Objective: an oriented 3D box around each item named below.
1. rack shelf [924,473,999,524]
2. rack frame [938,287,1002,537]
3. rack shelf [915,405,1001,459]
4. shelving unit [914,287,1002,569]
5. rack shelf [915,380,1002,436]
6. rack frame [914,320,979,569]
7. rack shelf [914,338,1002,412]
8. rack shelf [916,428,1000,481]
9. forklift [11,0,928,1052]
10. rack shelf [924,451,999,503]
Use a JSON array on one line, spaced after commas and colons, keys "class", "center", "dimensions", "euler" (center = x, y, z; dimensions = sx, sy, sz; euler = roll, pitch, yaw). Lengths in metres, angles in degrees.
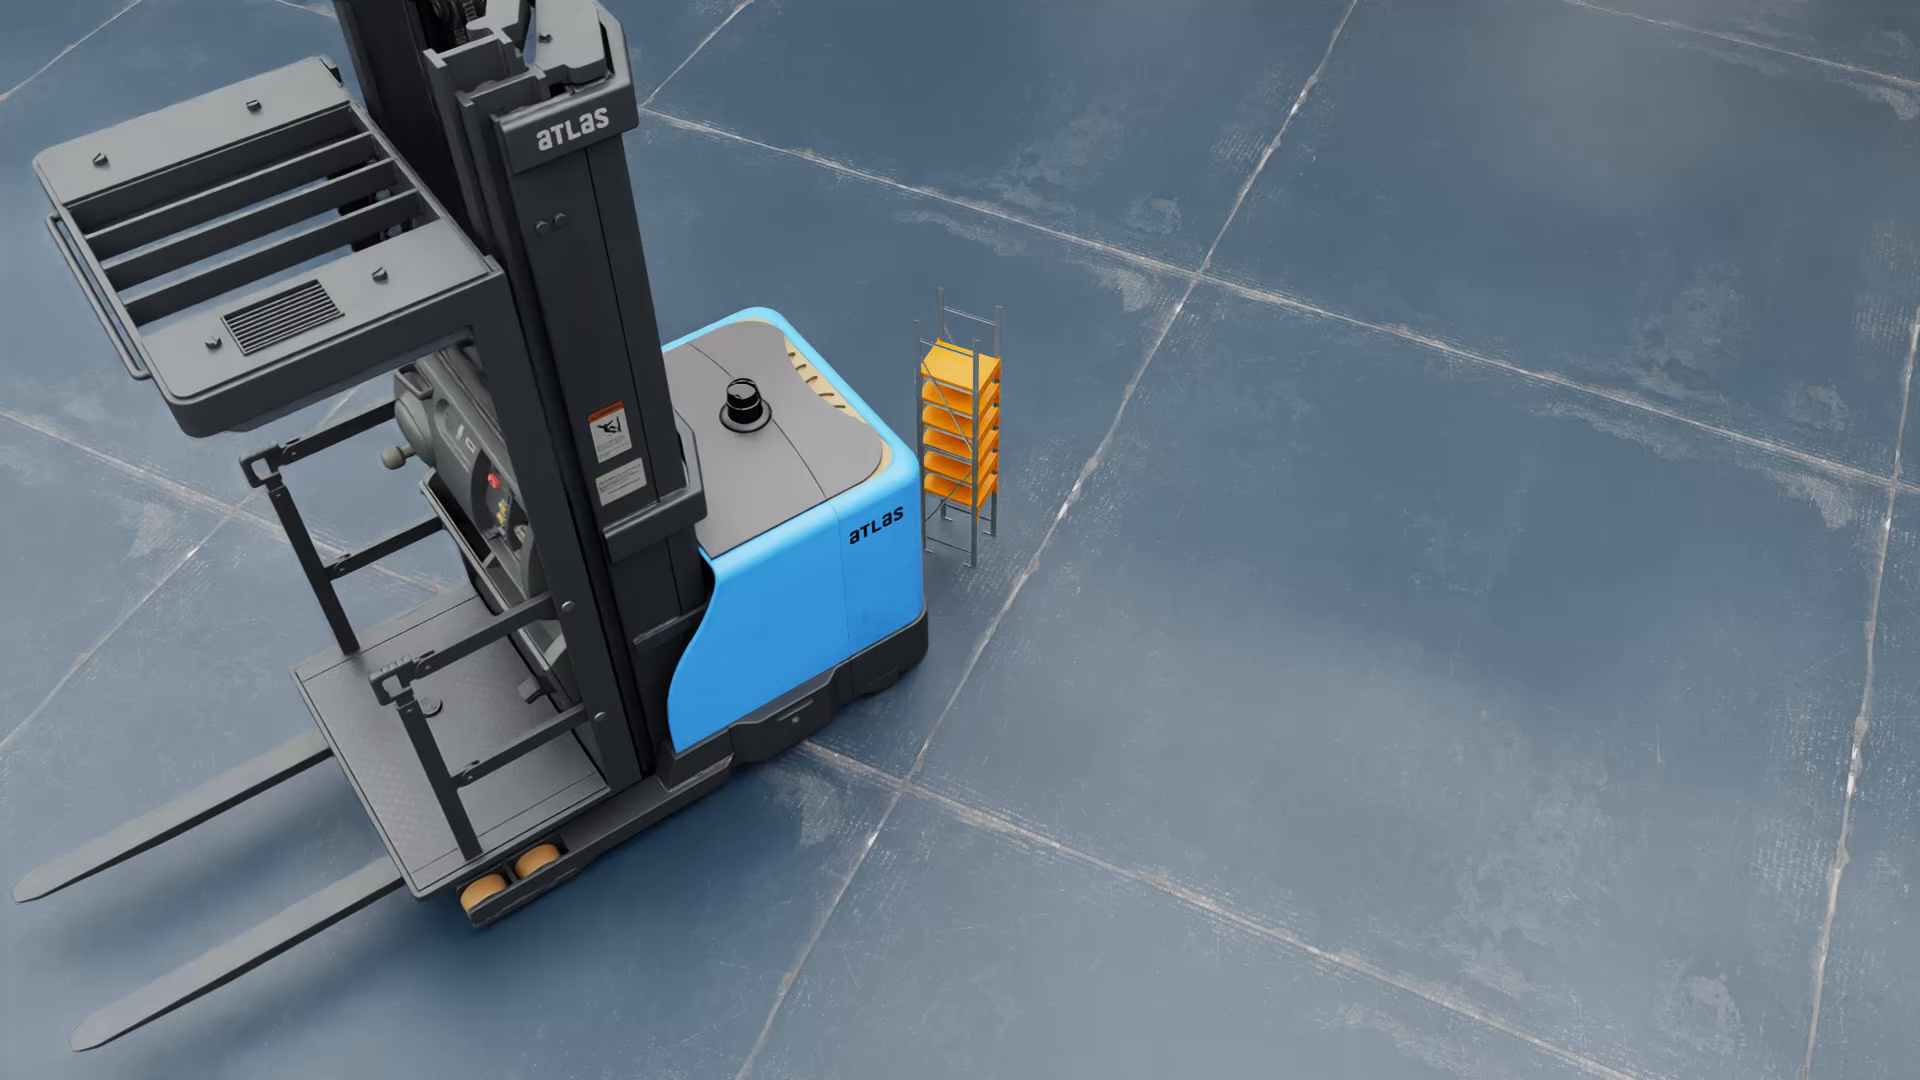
[{"class": "rack shelf", "center": [-0.006, -0.195, 6.316], "dimensions": [0.258, 0.103, 0.180], "euler": [20, 52, 16]}, {"class": "rack frame", "center": [0.033, -0.442, 6.153], "dimensions": [0.240, 1.200, 0.006], "euler": [20, 52, 16]}, {"class": "rack shelf", "center": [-0.006, -0.428, 6.042], "dimensions": [0.258, 0.103, 0.180], "euler": [20, 52, 16]}, {"class": "shelving unit", "center": [-0.006, -0.379, 6.100], "dimensions": [0.258, 1.200, 0.189], "euler": [20, 52, 16]}, {"class": "rack shelf", "center": [-0.006, -0.506, 5.951], "dimensions": [0.258, 0.103, 0.180], "euler": [20, 52, 16]}, {"class": "rack frame", "center": [-0.045, -0.316, 6.046], "dimensions": [0.240, 1.200, 0.006], "euler": [20, 52, 16]}, {"class": "rack shelf", "center": [-0.006, -0.583, 5.859], "dimensions": [0.258, 0.103, 0.180], "euler": [20, 52, 16]}, {"class": "rack shelf", "center": [-0.006, -0.350, 6.134], "dimensions": [0.258, 0.103, 0.180], "euler": [20, 52, 16]}, {"class": "forklift", "center": [-1.612, -0.151, 4.769], "dimensions": [3.031, 2.935, 1.130], "euler": [-29, 55, -22]}, {"class": "rack shelf", "center": [-0.006, -0.272, 6.225], "dimensions": [0.258, 0.103, 0.180], "euler": [20, 52, 16]}]
